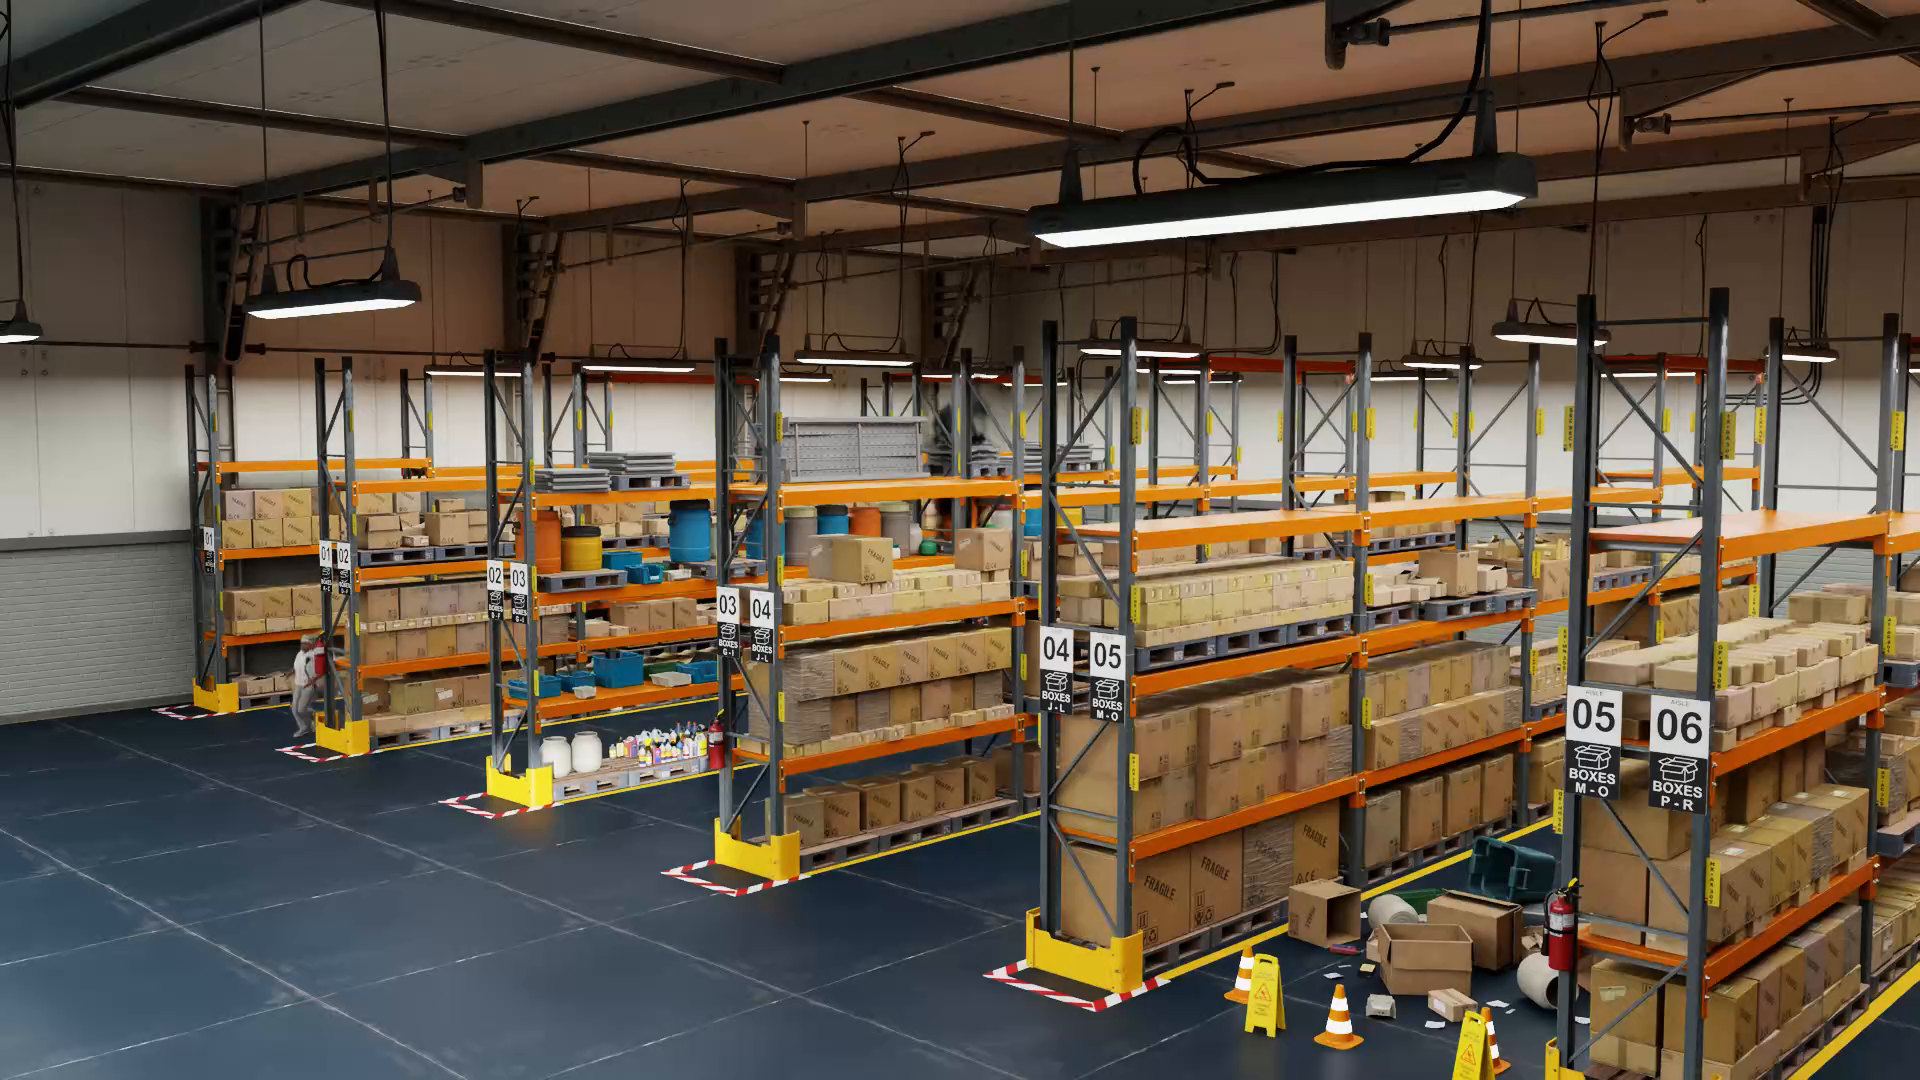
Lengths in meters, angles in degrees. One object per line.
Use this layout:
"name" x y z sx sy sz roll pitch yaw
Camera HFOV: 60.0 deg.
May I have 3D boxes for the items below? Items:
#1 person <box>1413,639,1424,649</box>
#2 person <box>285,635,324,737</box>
"person" 7.150 2.337 26.028 0.561 1.671 0.878 4 6 39
"person" -10.443 2.319 26.576 0.602 1.648 0.580 2 5 26
